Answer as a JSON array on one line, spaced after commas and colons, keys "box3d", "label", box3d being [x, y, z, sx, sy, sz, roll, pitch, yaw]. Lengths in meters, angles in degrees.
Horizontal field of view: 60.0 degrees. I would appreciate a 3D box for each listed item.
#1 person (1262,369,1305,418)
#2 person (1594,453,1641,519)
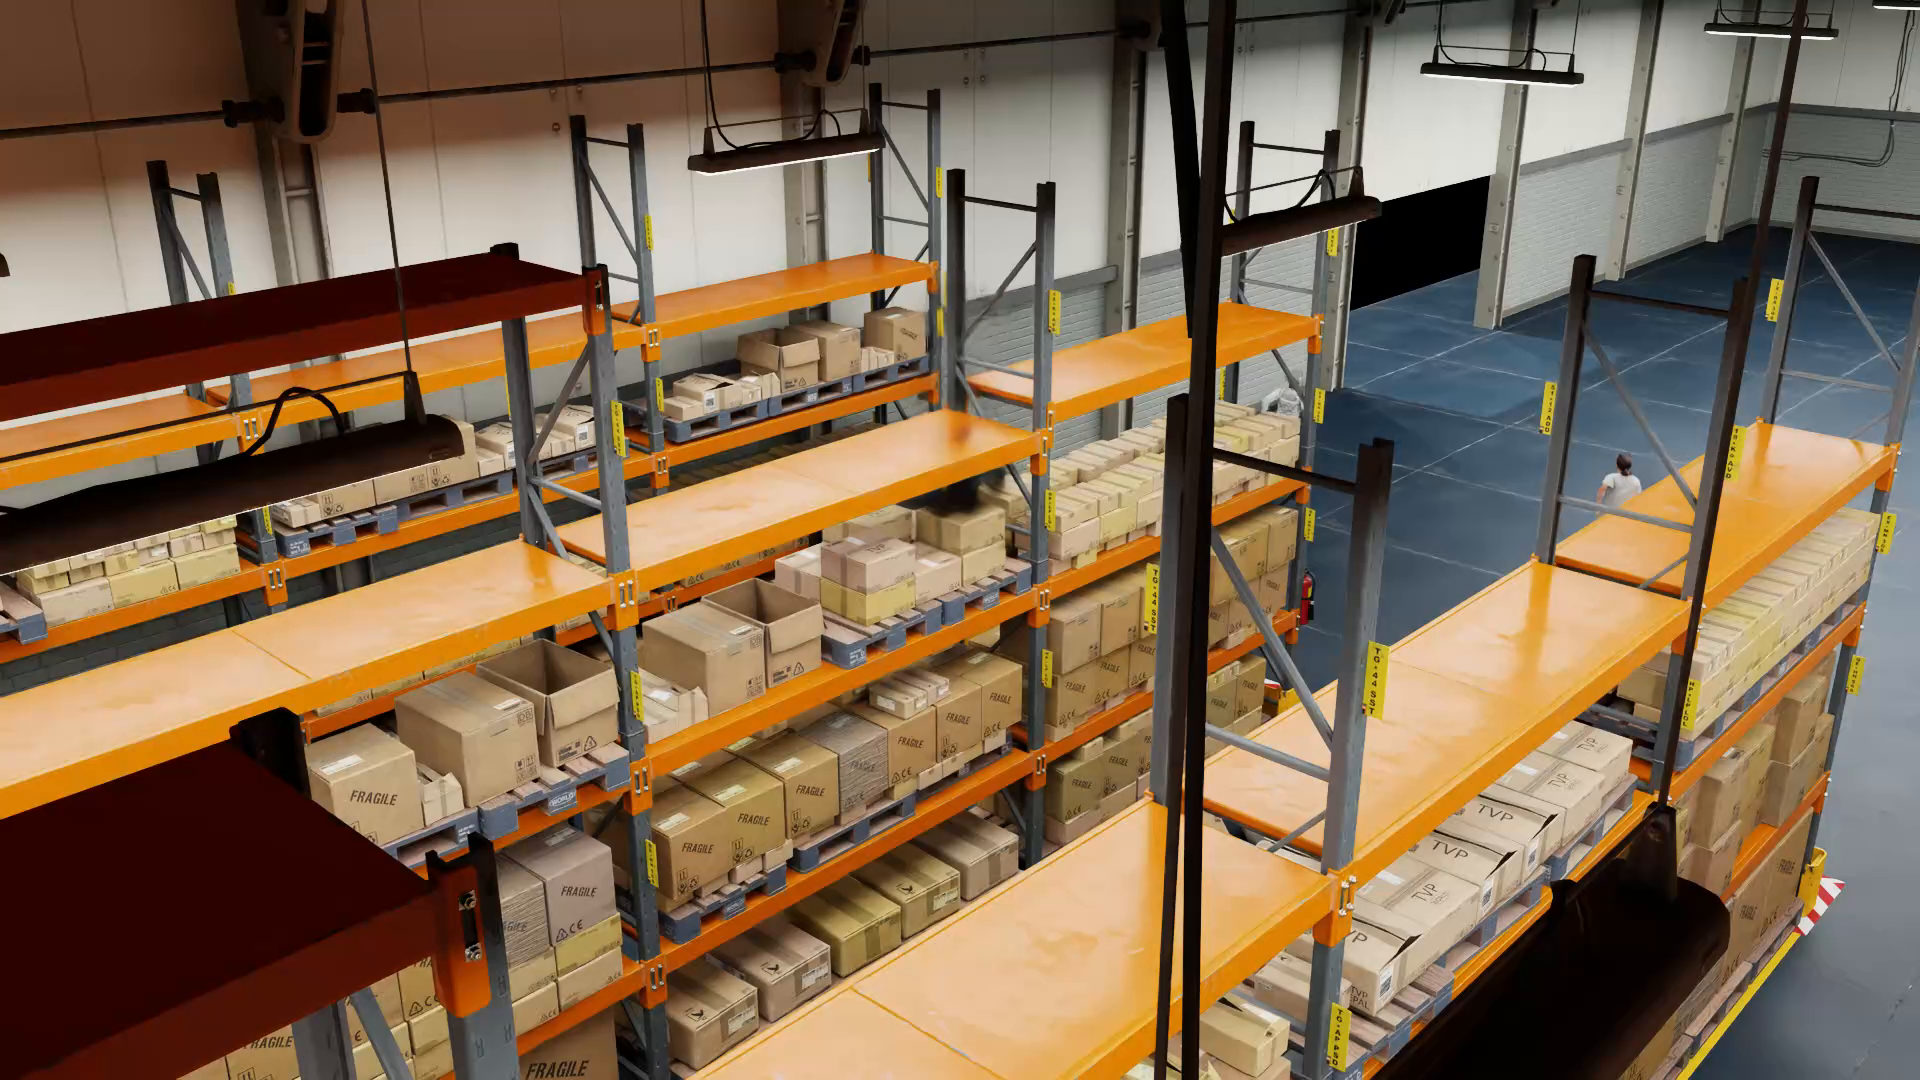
[{"box3d": [4.658, -1.588, 23.796, 0.639, 1.700, 0.804, 17, 27, 36], "label": "person"}, {"box3d": [8.001, -0.250, 20.349, 0.591, 1.645, 0.791, 2, 21, 5], "label": "person"}]
